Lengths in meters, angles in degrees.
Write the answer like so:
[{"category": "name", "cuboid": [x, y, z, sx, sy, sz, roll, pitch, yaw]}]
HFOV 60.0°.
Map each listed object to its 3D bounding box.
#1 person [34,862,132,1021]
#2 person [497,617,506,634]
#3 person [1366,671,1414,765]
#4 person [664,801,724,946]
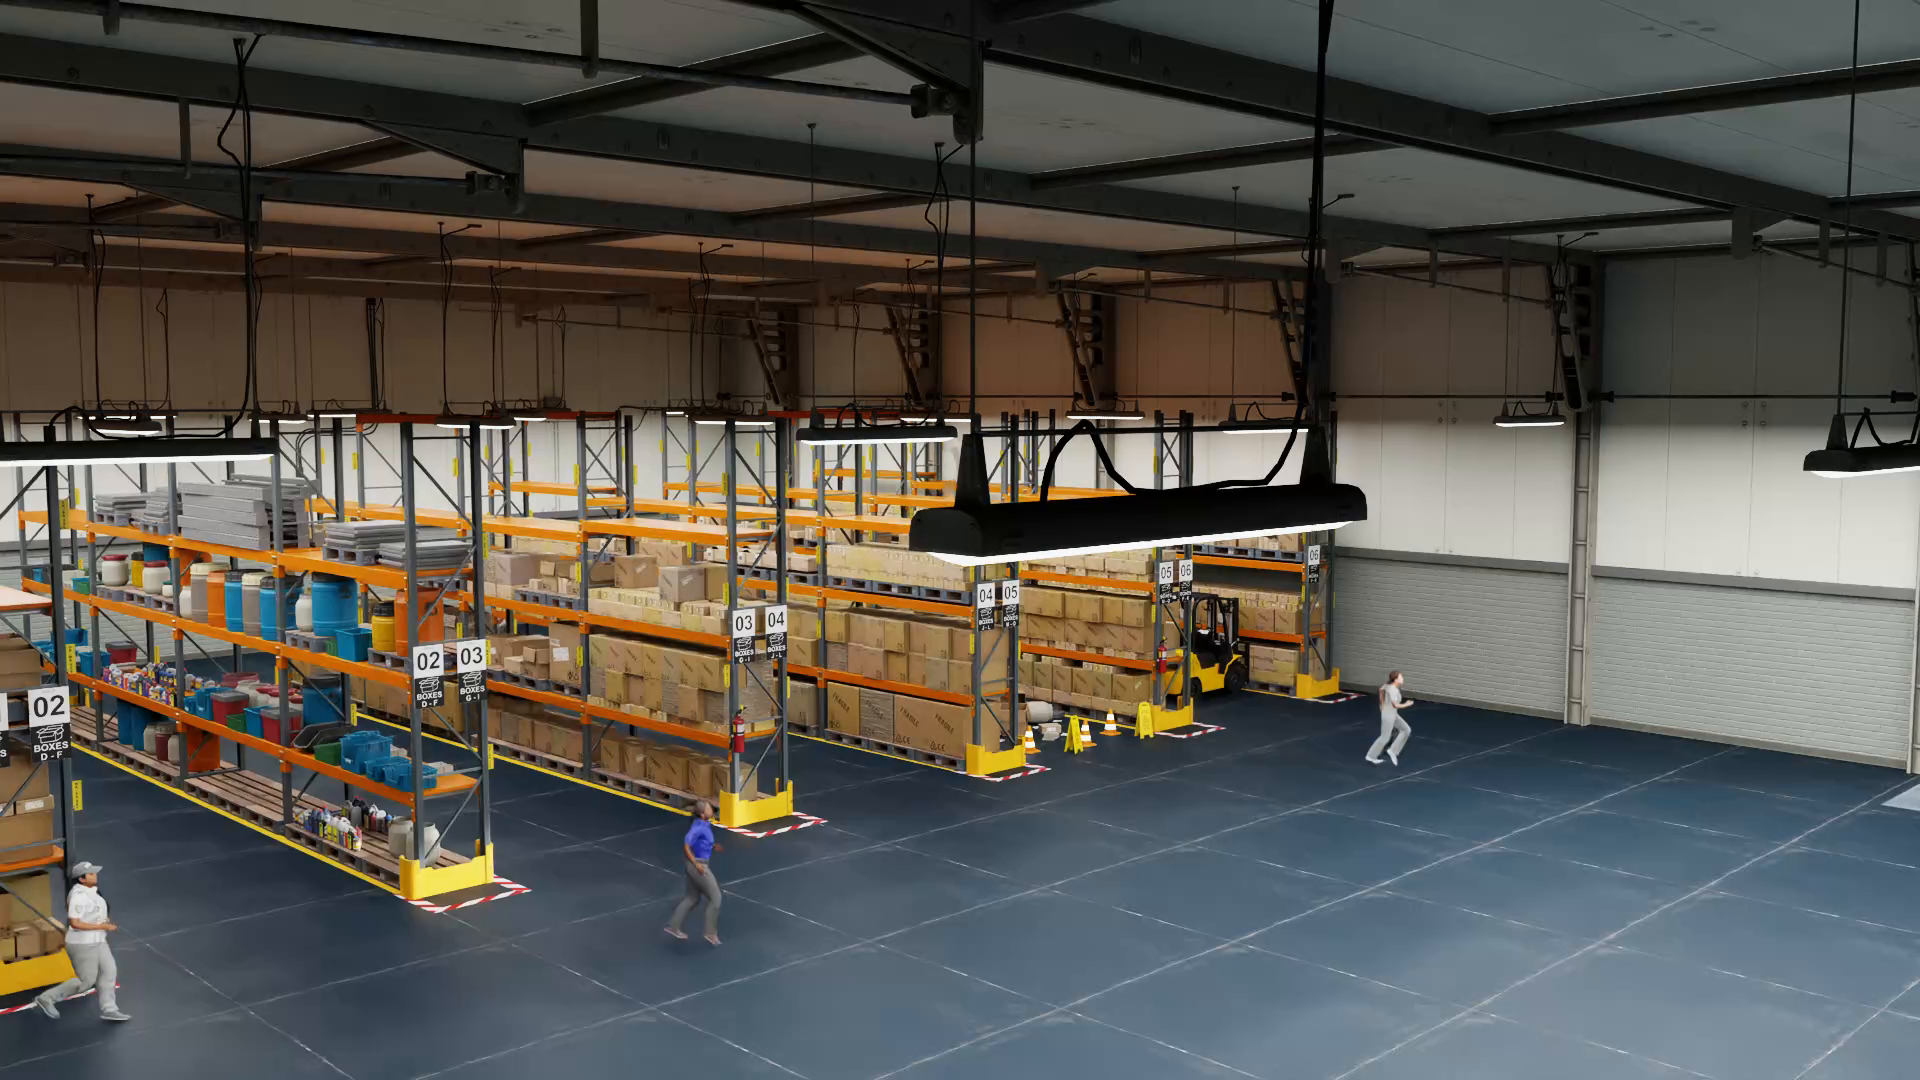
[{"category": "person", "cuboid": [-8.842, 4.070, 16.751, 0.853, 1.673, 0.610, -2, 5, -18]}, {"category": "person", "cuboid": [-11.176, 1.984, 40.629, 0.567, 1.673, 0.769, -2, 5, -19]}, {"category": "person", "cuboid": [7.342, 3.029, 28.387, 0.786, 1.638, 0.591, 1, 5, 16]}, {"category": "person", "cuboid": [-3.065, 3.857, 19.201, 0.693, 1.727, 0.601, -1, 5, -14]}]
